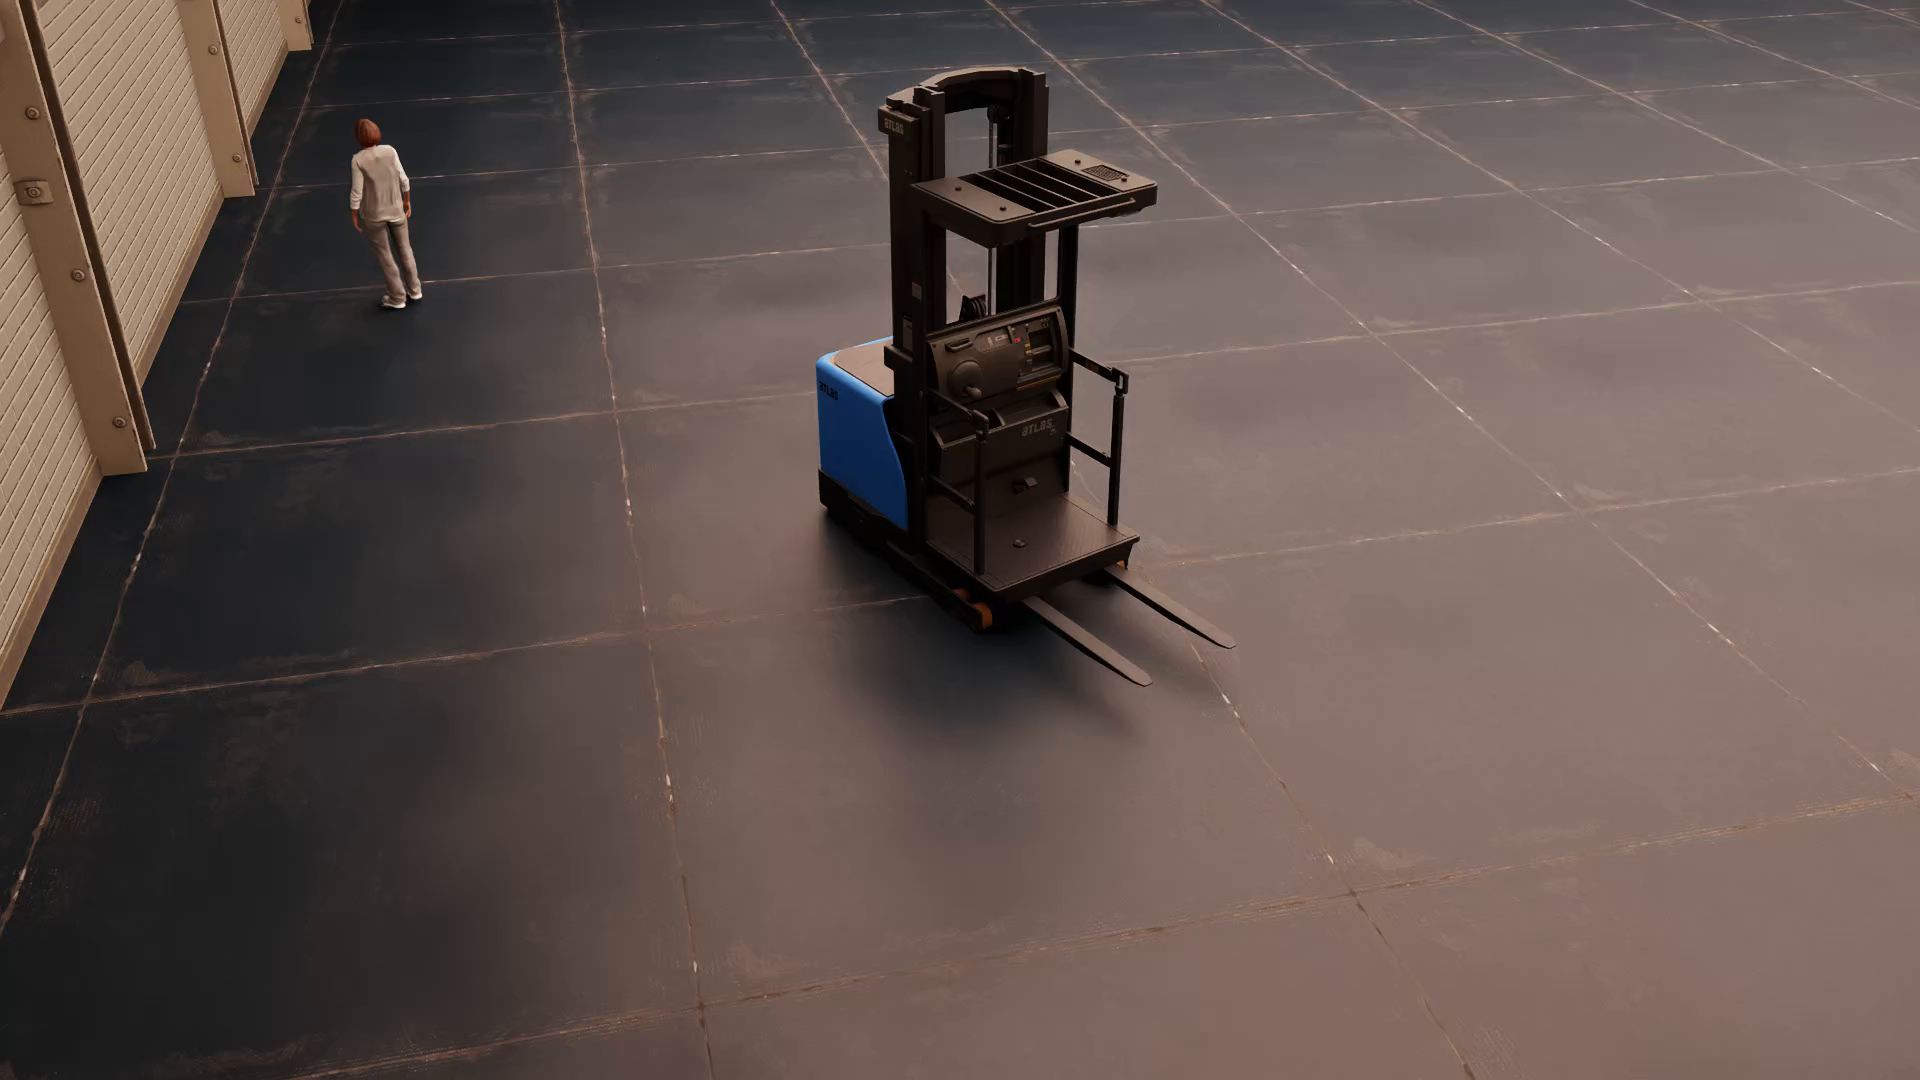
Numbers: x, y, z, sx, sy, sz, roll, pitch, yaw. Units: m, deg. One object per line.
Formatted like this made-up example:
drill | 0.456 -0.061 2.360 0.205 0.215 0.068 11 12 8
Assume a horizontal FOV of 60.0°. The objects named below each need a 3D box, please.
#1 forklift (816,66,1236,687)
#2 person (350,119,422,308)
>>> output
forklift | 0.355 -1.021 9.338 1.130 2.935 3.031 -20 35 -30
person | -4.696 -2.656 13.481 0.520 1.597 0.474 -22 37 -33
